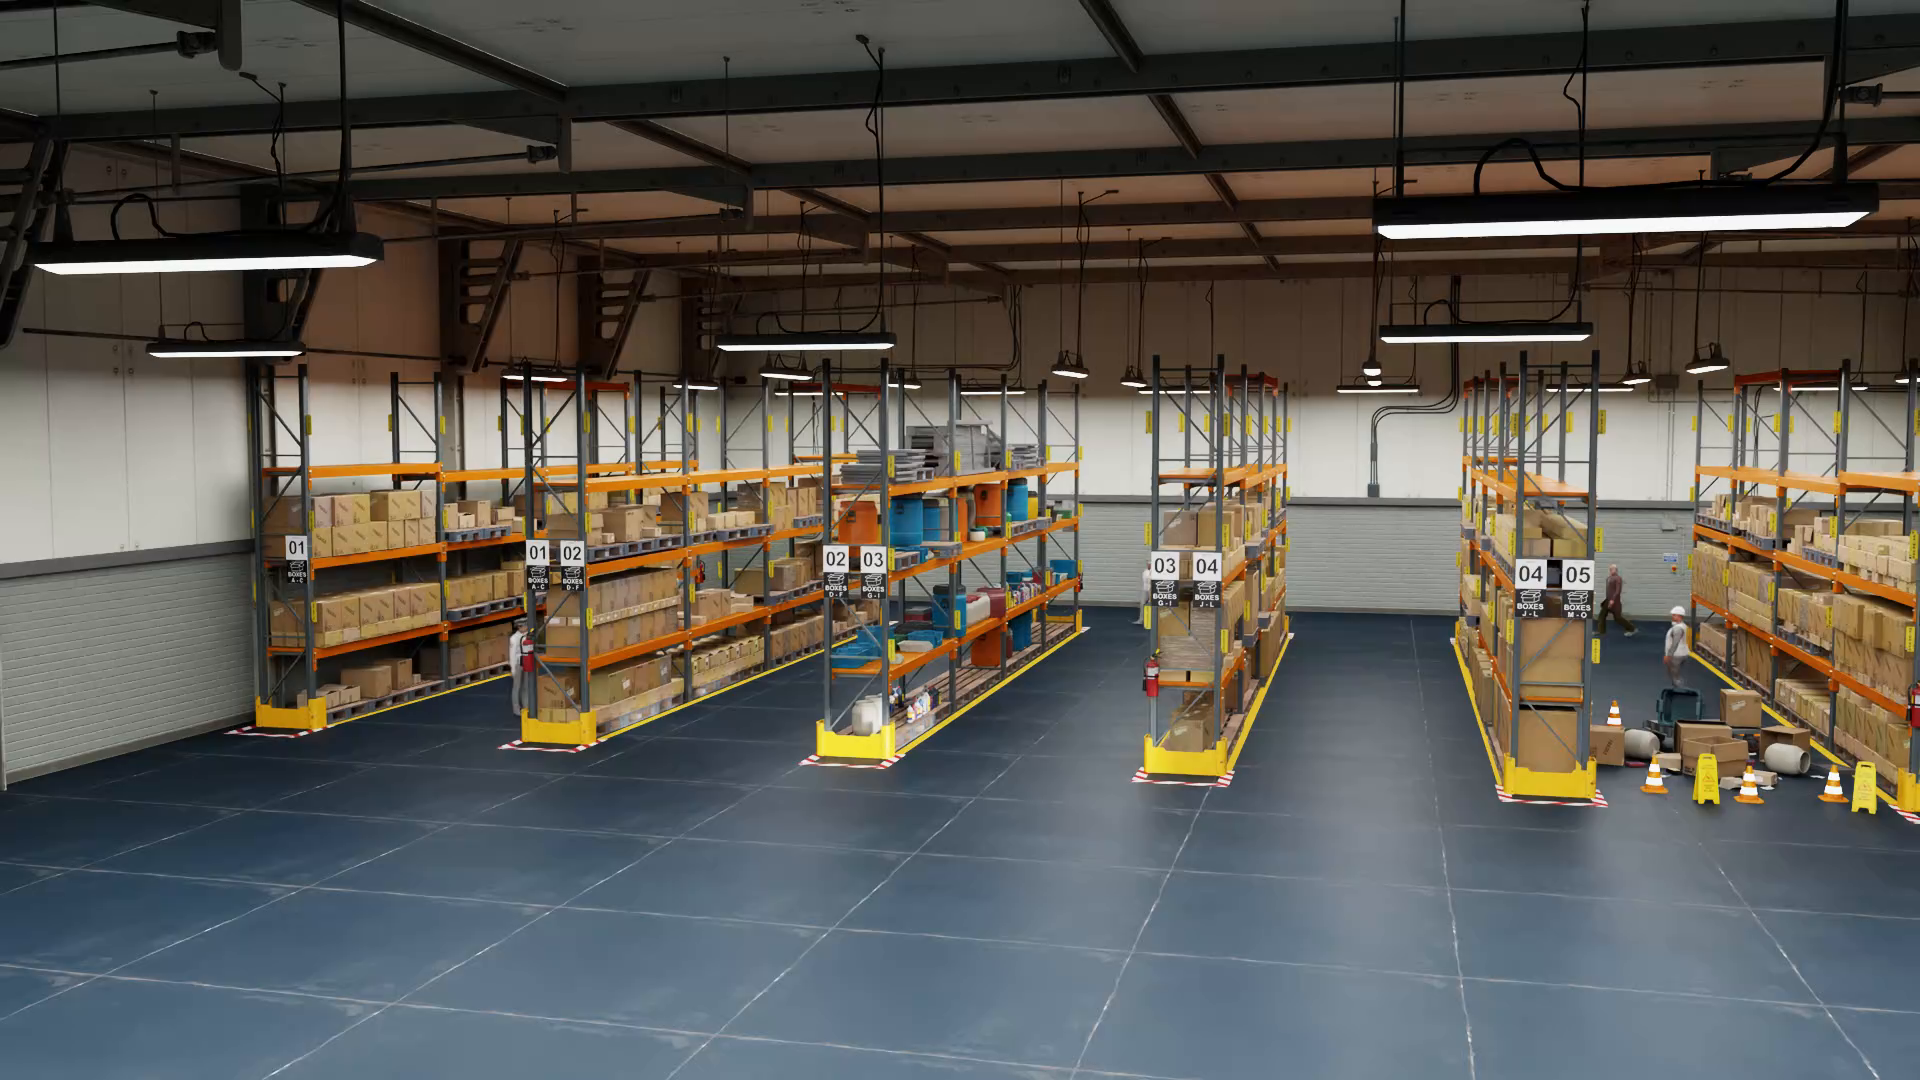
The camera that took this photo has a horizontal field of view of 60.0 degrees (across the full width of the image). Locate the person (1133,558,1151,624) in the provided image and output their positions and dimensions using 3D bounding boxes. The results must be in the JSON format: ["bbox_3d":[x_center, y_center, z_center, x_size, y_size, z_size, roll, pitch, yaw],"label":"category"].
[{"bbox_3d":[4.798,1.283,41.790,0.914,1.656,0.482,-2,5,-29],"label":"person"}]

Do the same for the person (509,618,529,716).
[{"bbox_3d":[-7.589,2.182,28.789,0.358,1.690,0.516,2,5,31],"label":"person"}]

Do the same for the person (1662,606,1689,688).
[{"bbox_3d":[12.763,2.057,29.669,0.577,1.767,0.498,-3,5,-33],"label":"person"}]

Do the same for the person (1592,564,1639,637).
[{"bbox_3d":[15.374,1.436,39.075,1.077,1.736,0.627,1,4,10],"label":"person"}]
